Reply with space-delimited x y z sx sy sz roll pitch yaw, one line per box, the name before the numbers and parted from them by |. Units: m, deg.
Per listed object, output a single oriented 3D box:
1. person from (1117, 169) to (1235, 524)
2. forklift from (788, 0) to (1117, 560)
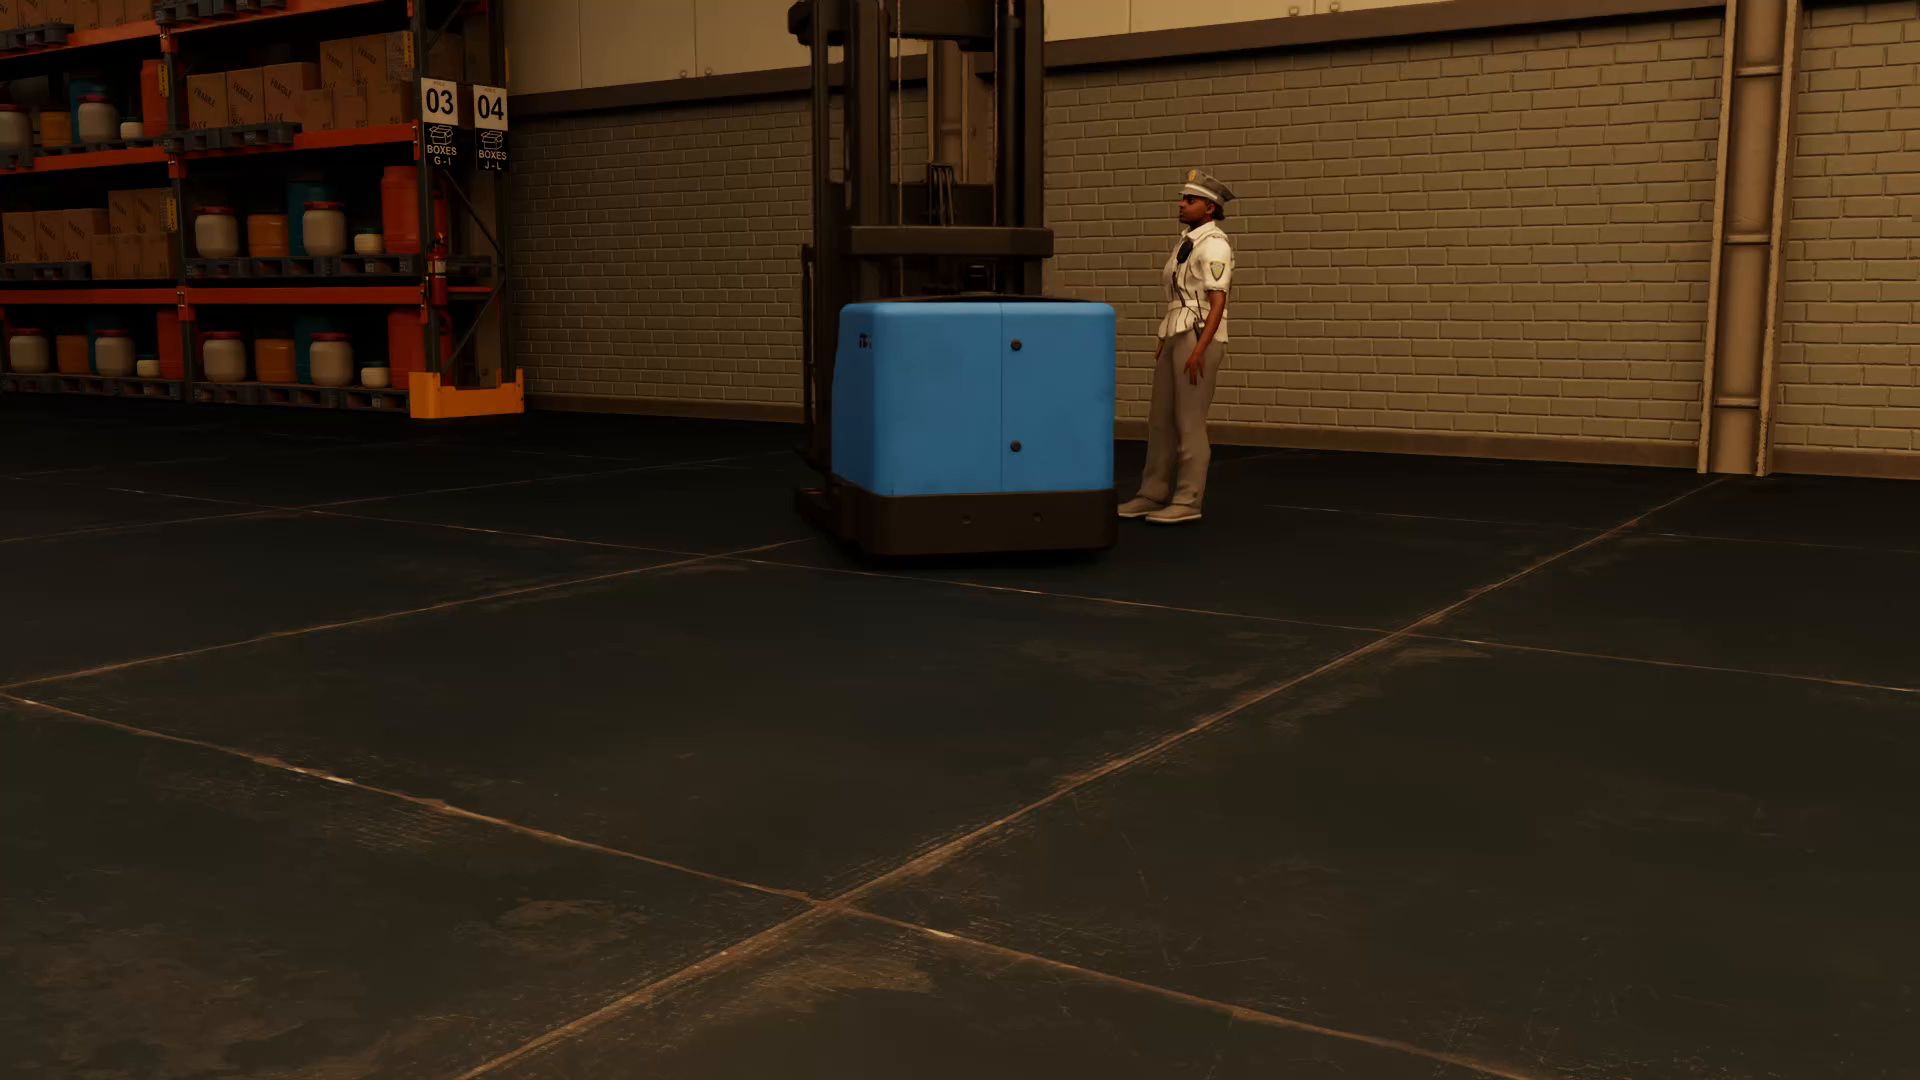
person | 1.045 -0.931 8.073 0.528 1.695 0.570 -2 8 -12
forklift | -0.210 -1.539 8.012 1.130 2.935 3.031 -2 8 -14
